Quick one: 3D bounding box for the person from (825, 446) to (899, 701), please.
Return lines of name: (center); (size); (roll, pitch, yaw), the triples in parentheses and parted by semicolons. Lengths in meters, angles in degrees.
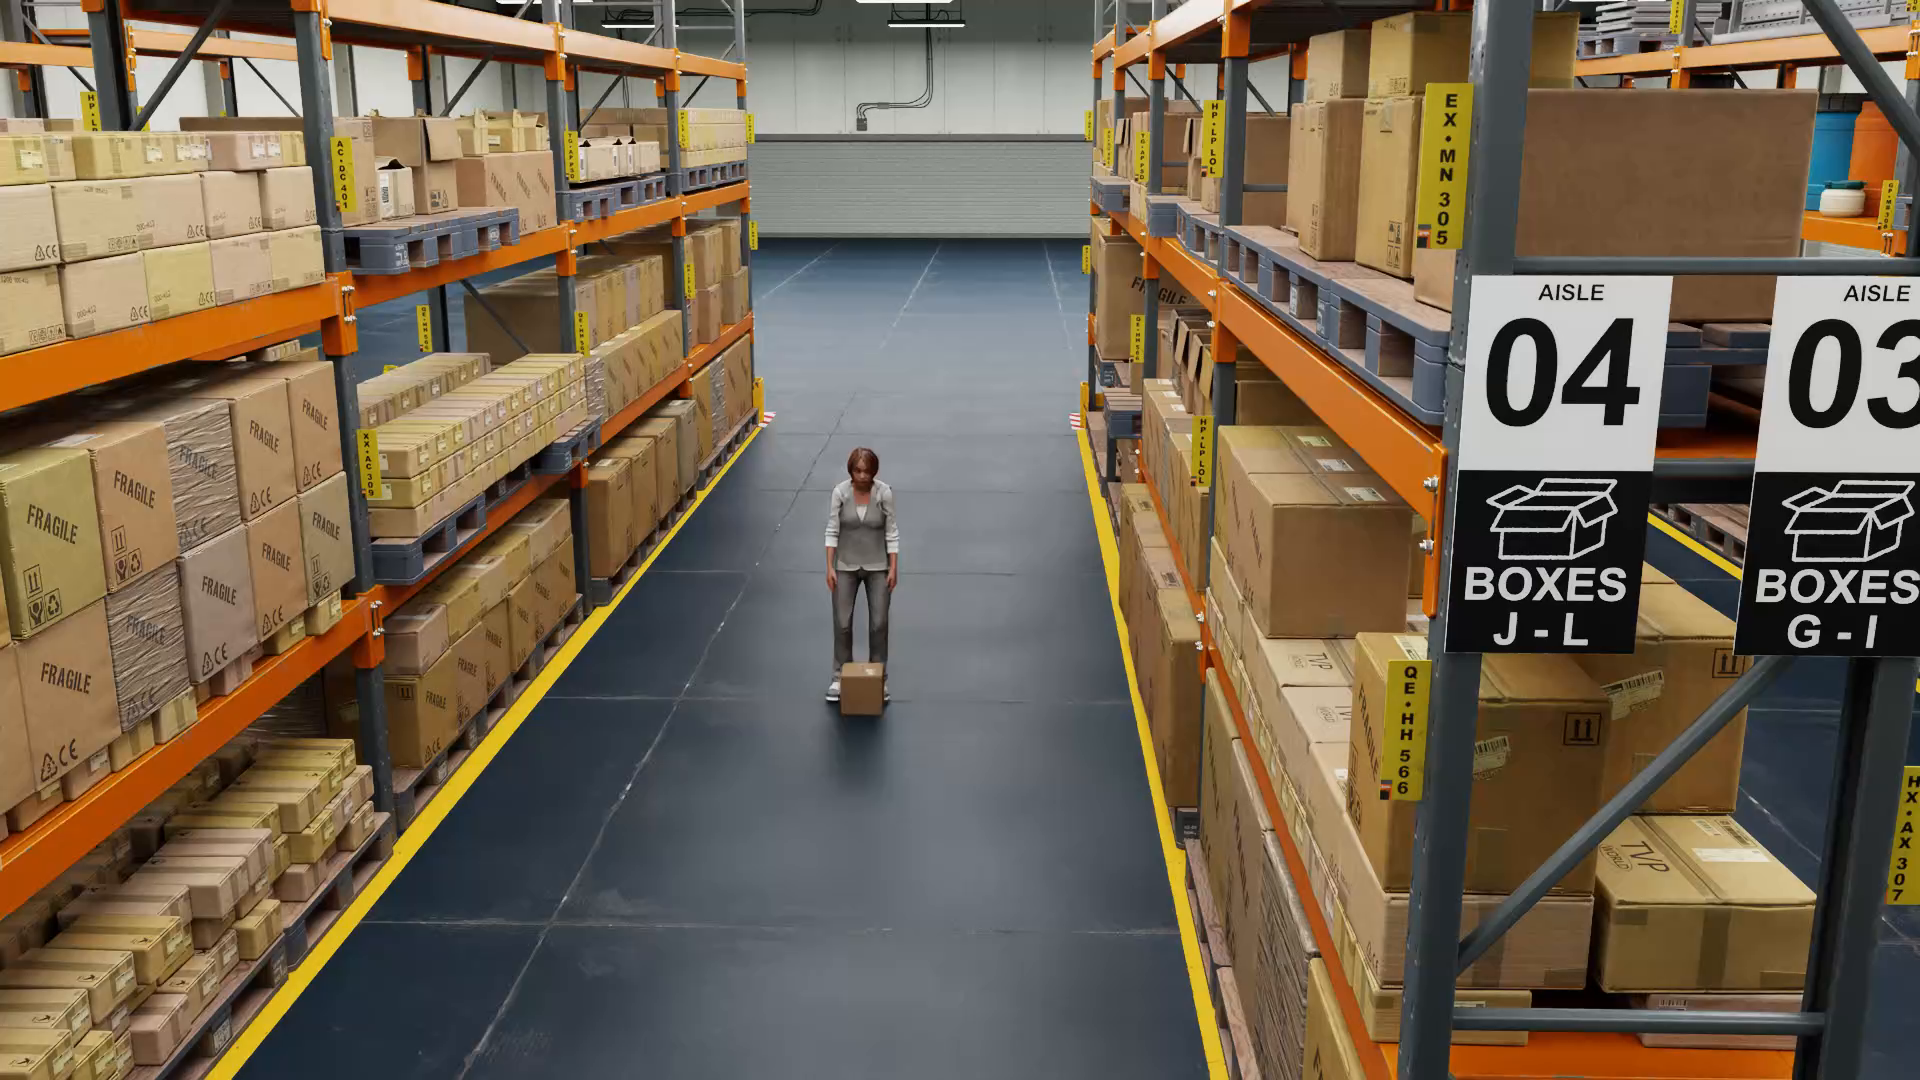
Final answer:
person: (-0.602, 0.200, 10.233); (0.462, 1.593, 0.344); (0, 14, 0)
